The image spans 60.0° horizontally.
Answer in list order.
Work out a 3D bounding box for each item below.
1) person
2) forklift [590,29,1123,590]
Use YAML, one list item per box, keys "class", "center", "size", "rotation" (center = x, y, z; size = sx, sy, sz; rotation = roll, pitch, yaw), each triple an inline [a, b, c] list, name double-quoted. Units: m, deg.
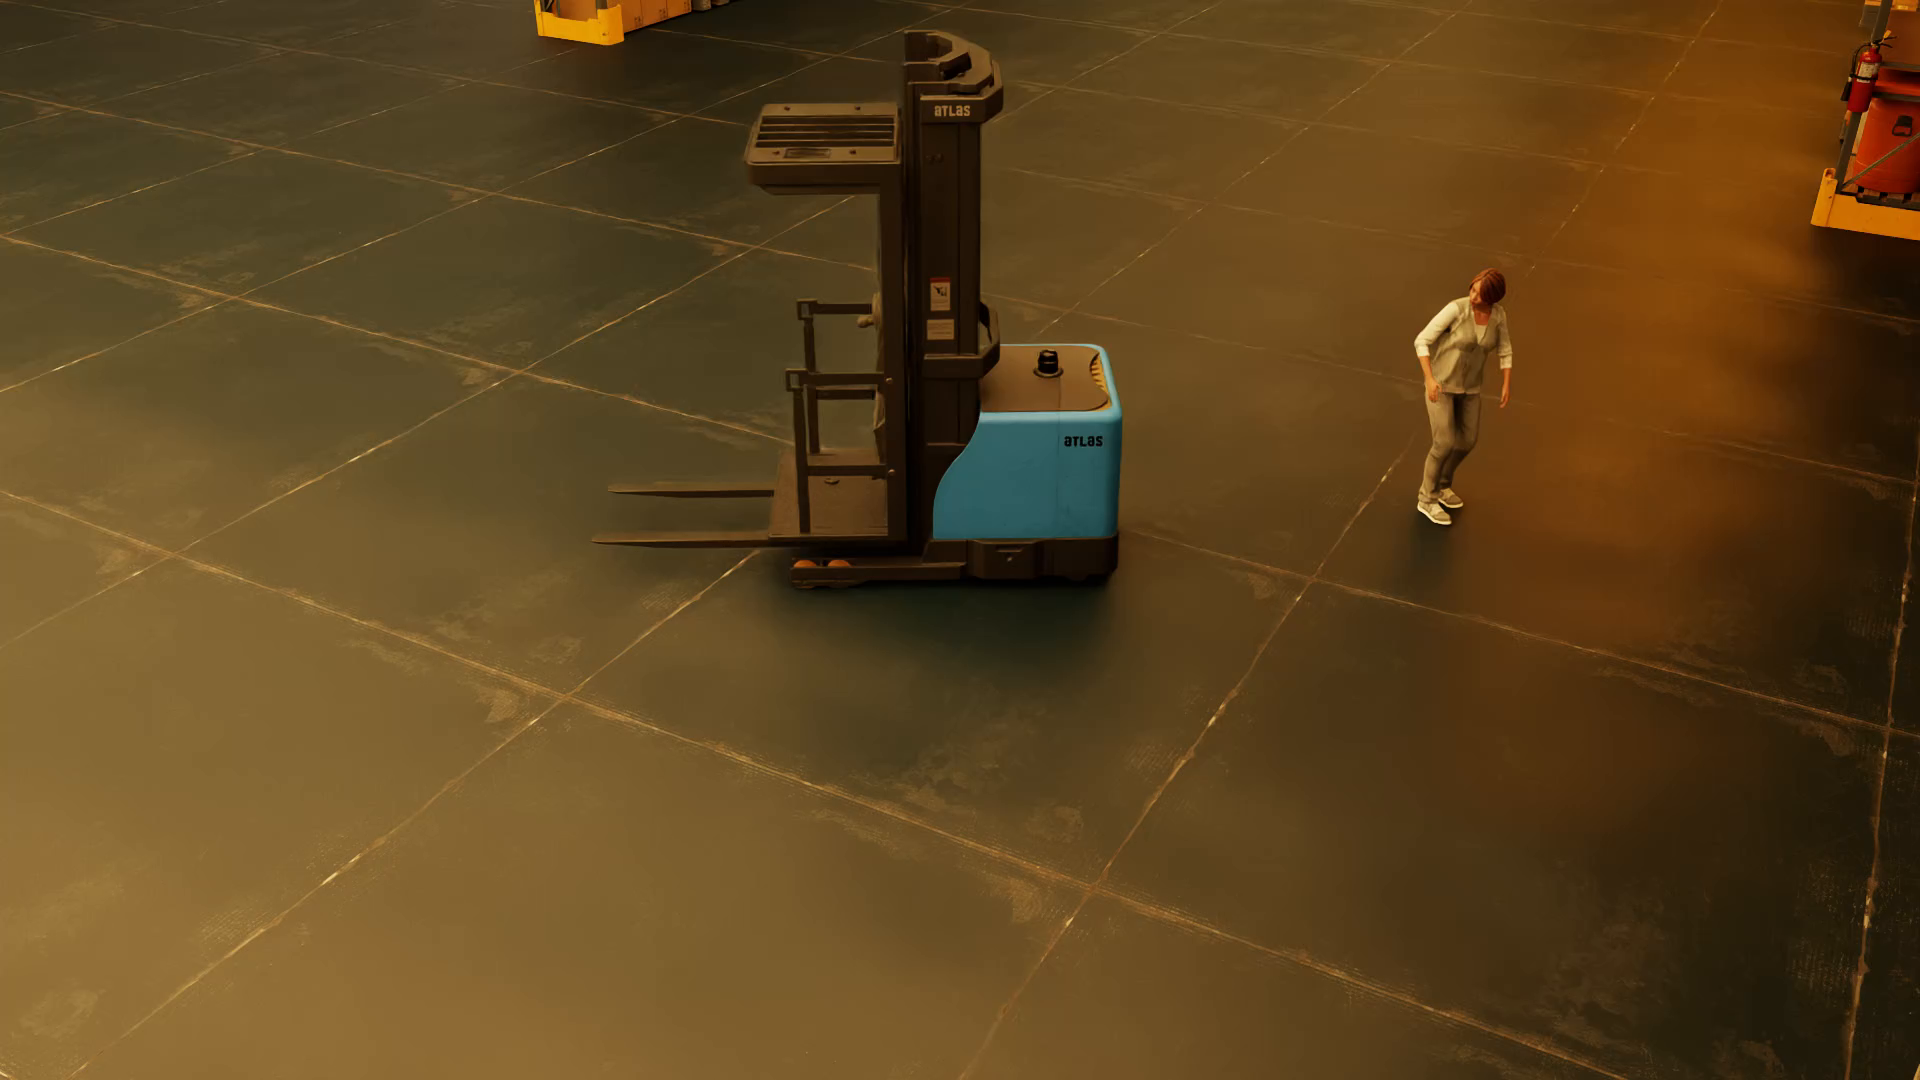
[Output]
- class: "person"
  center: [3.032, -0.878, 9.966]
  size: [0.611, 1.571, 0.446]
  rotation: [-10, 31, -17]
- class: "forklift"
  center: [-0.618, -1.254, 9.244]
  size: [3.031, 2.935, 1.130]
  rotation: [-1, 30, -1]
